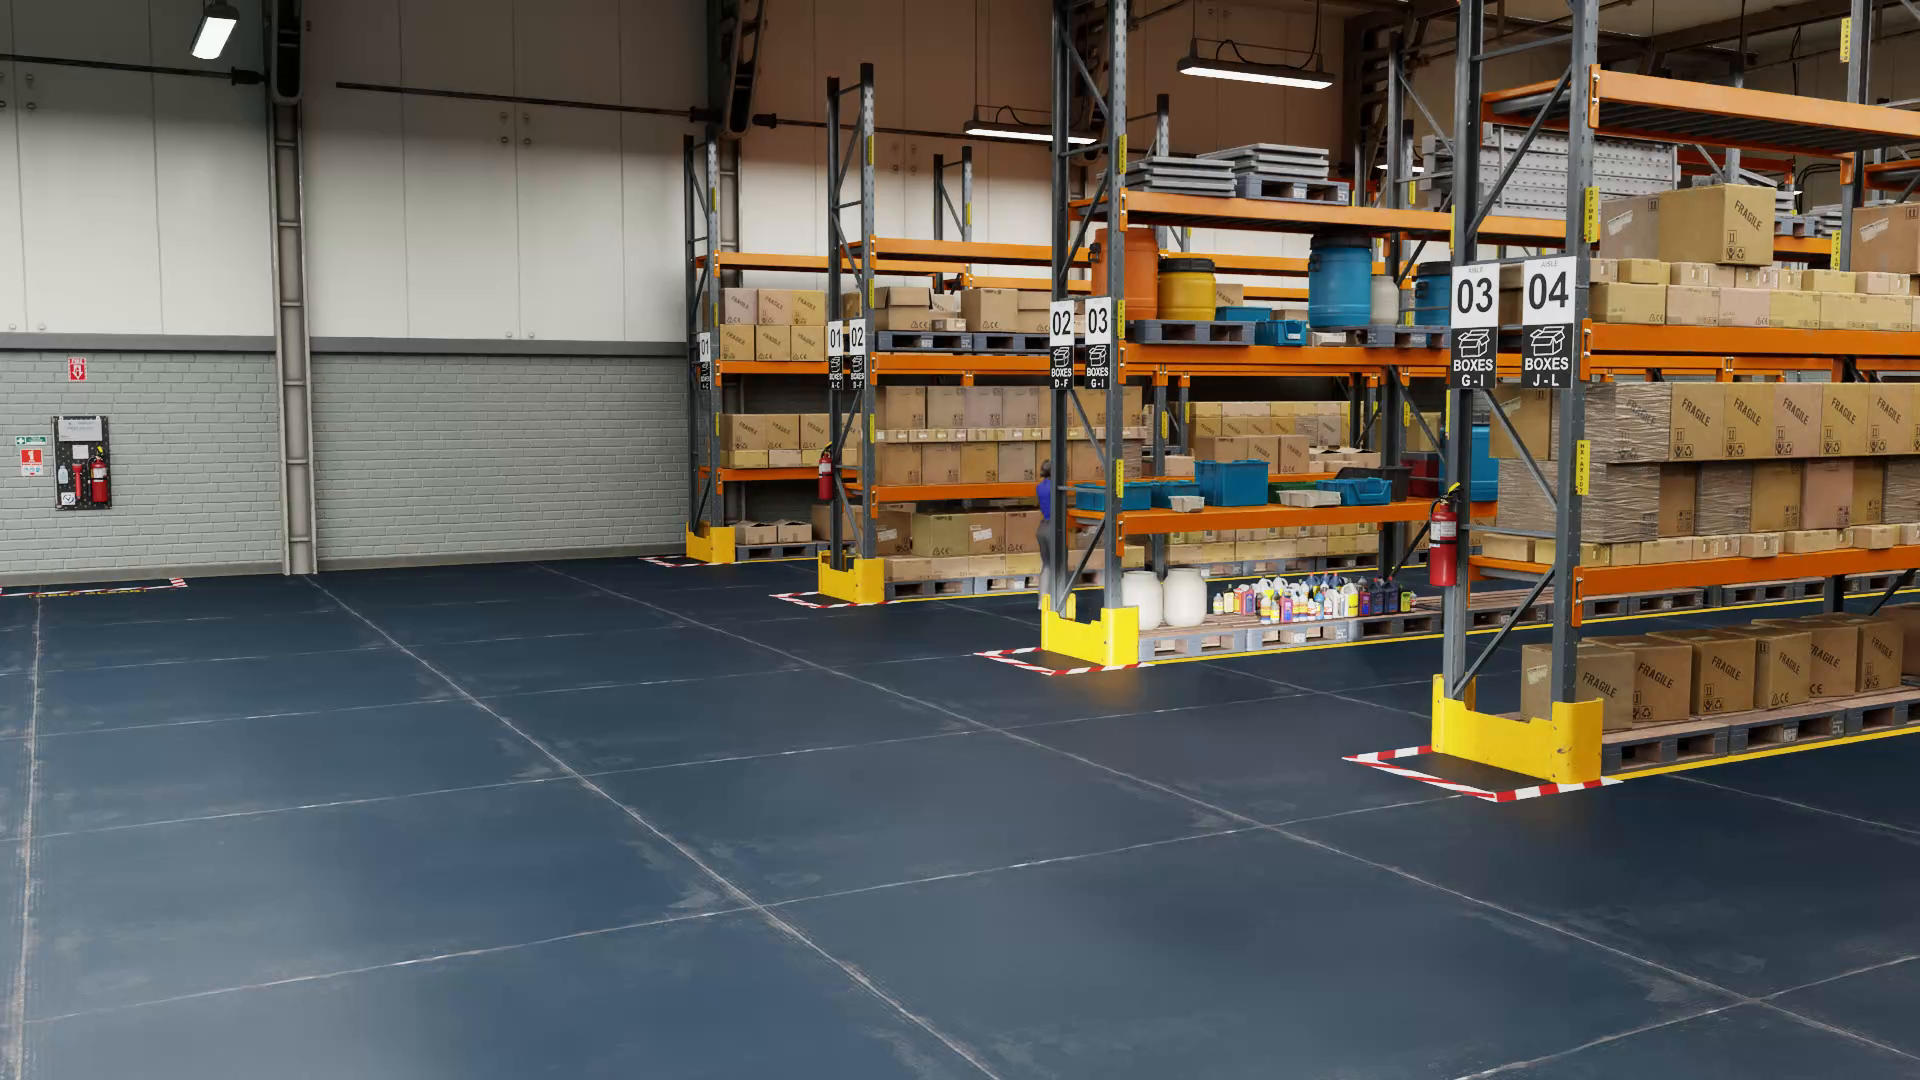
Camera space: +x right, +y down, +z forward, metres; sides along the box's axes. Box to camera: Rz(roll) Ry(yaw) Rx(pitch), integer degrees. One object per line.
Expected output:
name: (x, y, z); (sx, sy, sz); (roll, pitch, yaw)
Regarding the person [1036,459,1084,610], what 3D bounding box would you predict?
person: (1.082, -0.053, 18.120); (0.491, 1.656, 0.464); (-3, 6, -29)
